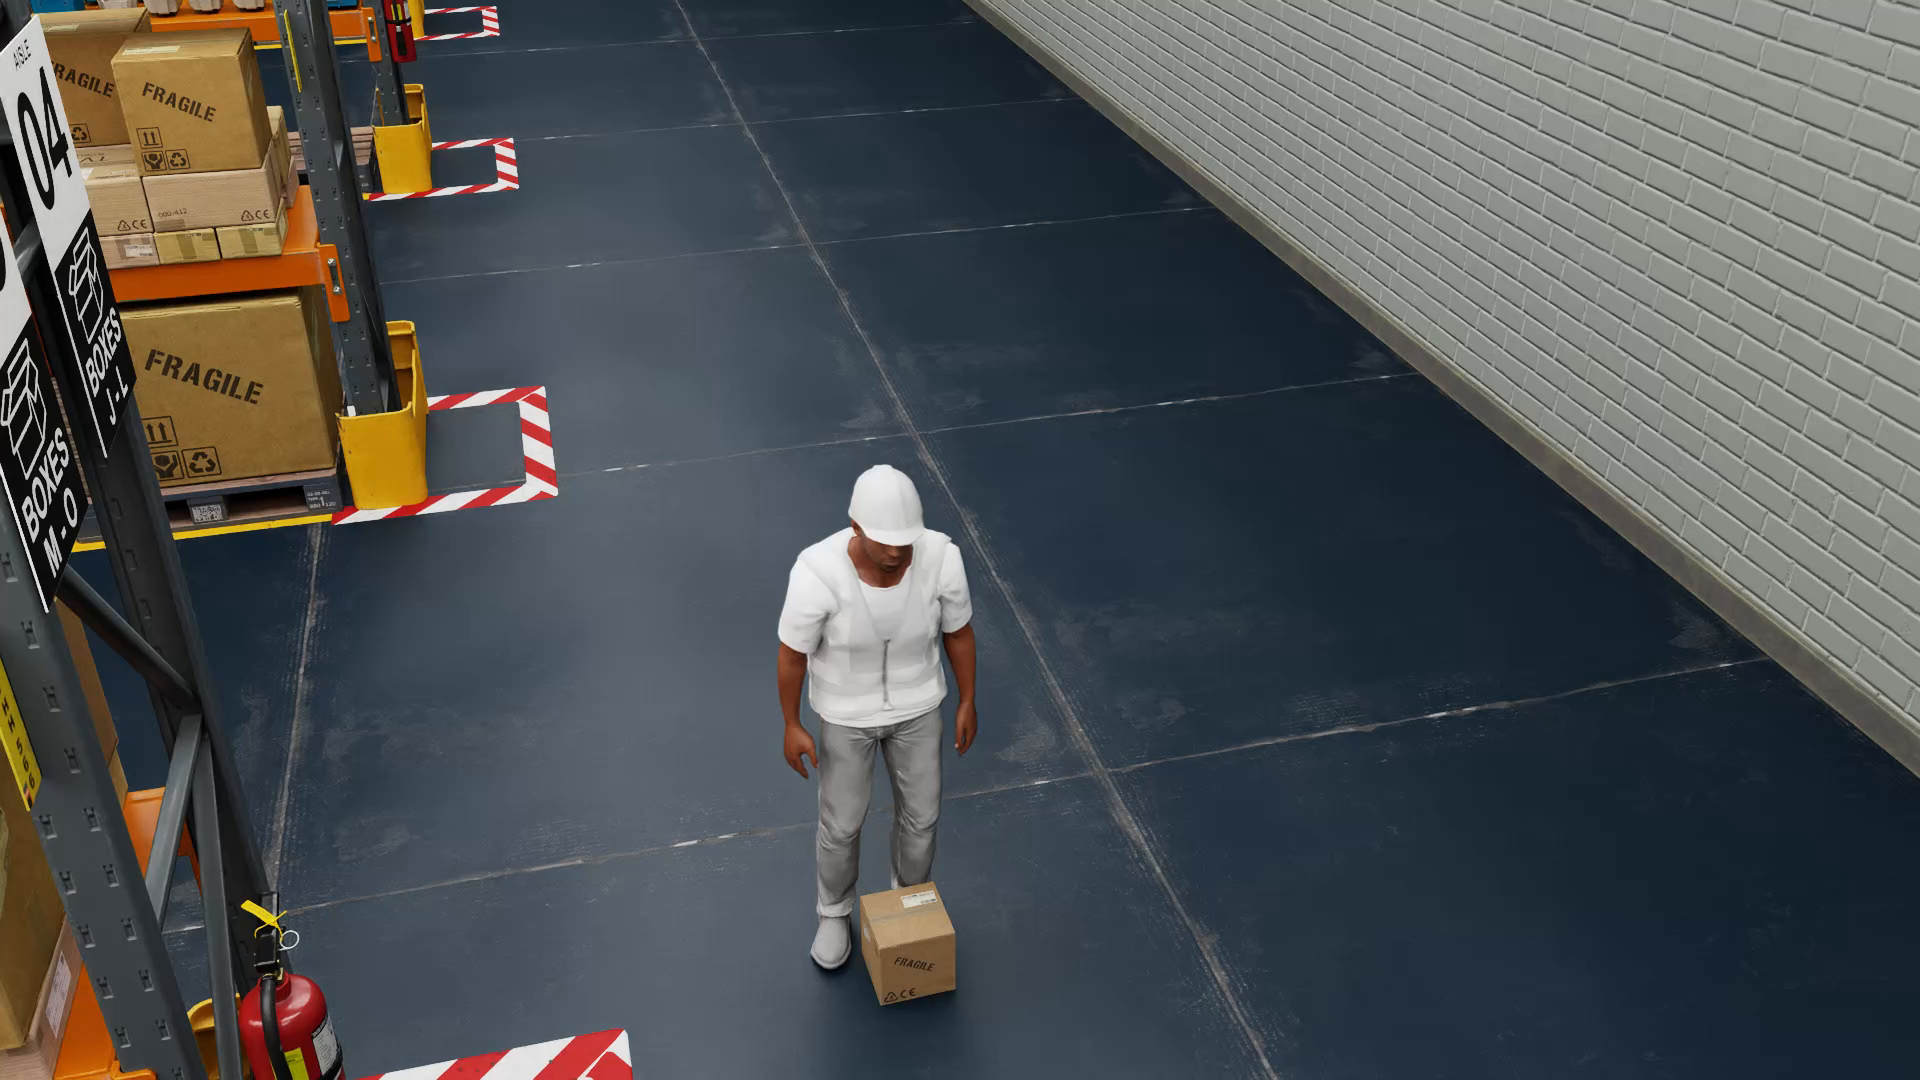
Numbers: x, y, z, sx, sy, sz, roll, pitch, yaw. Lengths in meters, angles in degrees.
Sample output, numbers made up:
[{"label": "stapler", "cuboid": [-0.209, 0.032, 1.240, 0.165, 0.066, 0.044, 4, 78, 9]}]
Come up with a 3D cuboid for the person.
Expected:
[{"label": "person", "cuboid": [-0.247, 0.540, 5.180, 0.628, 1.761, 0.457, -8, 31, -13]}]
